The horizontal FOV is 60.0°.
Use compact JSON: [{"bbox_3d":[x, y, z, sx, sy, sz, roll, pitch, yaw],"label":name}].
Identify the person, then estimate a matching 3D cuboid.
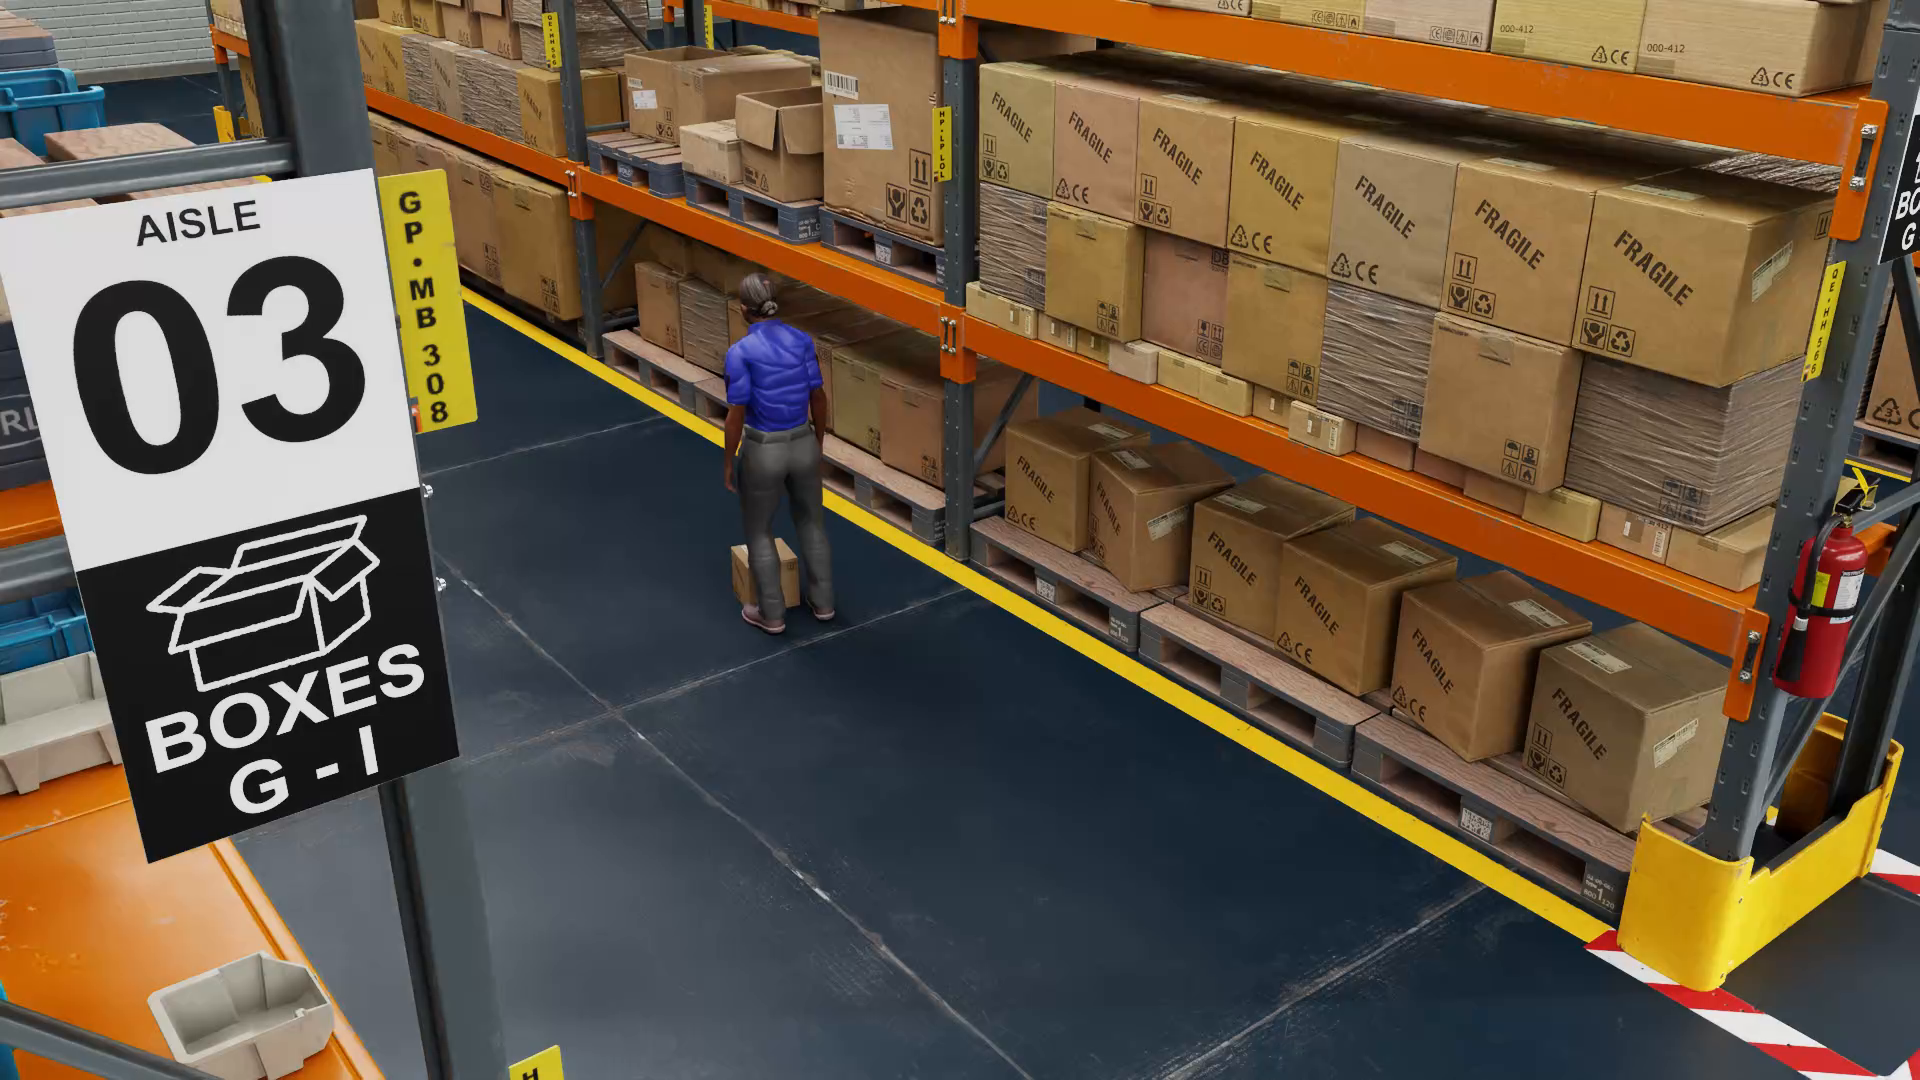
[{"bbox_3d":[-0.809,-0.380,7.431,0.532,1.655,0.346,-14,29,-28],"label":"person"}]
